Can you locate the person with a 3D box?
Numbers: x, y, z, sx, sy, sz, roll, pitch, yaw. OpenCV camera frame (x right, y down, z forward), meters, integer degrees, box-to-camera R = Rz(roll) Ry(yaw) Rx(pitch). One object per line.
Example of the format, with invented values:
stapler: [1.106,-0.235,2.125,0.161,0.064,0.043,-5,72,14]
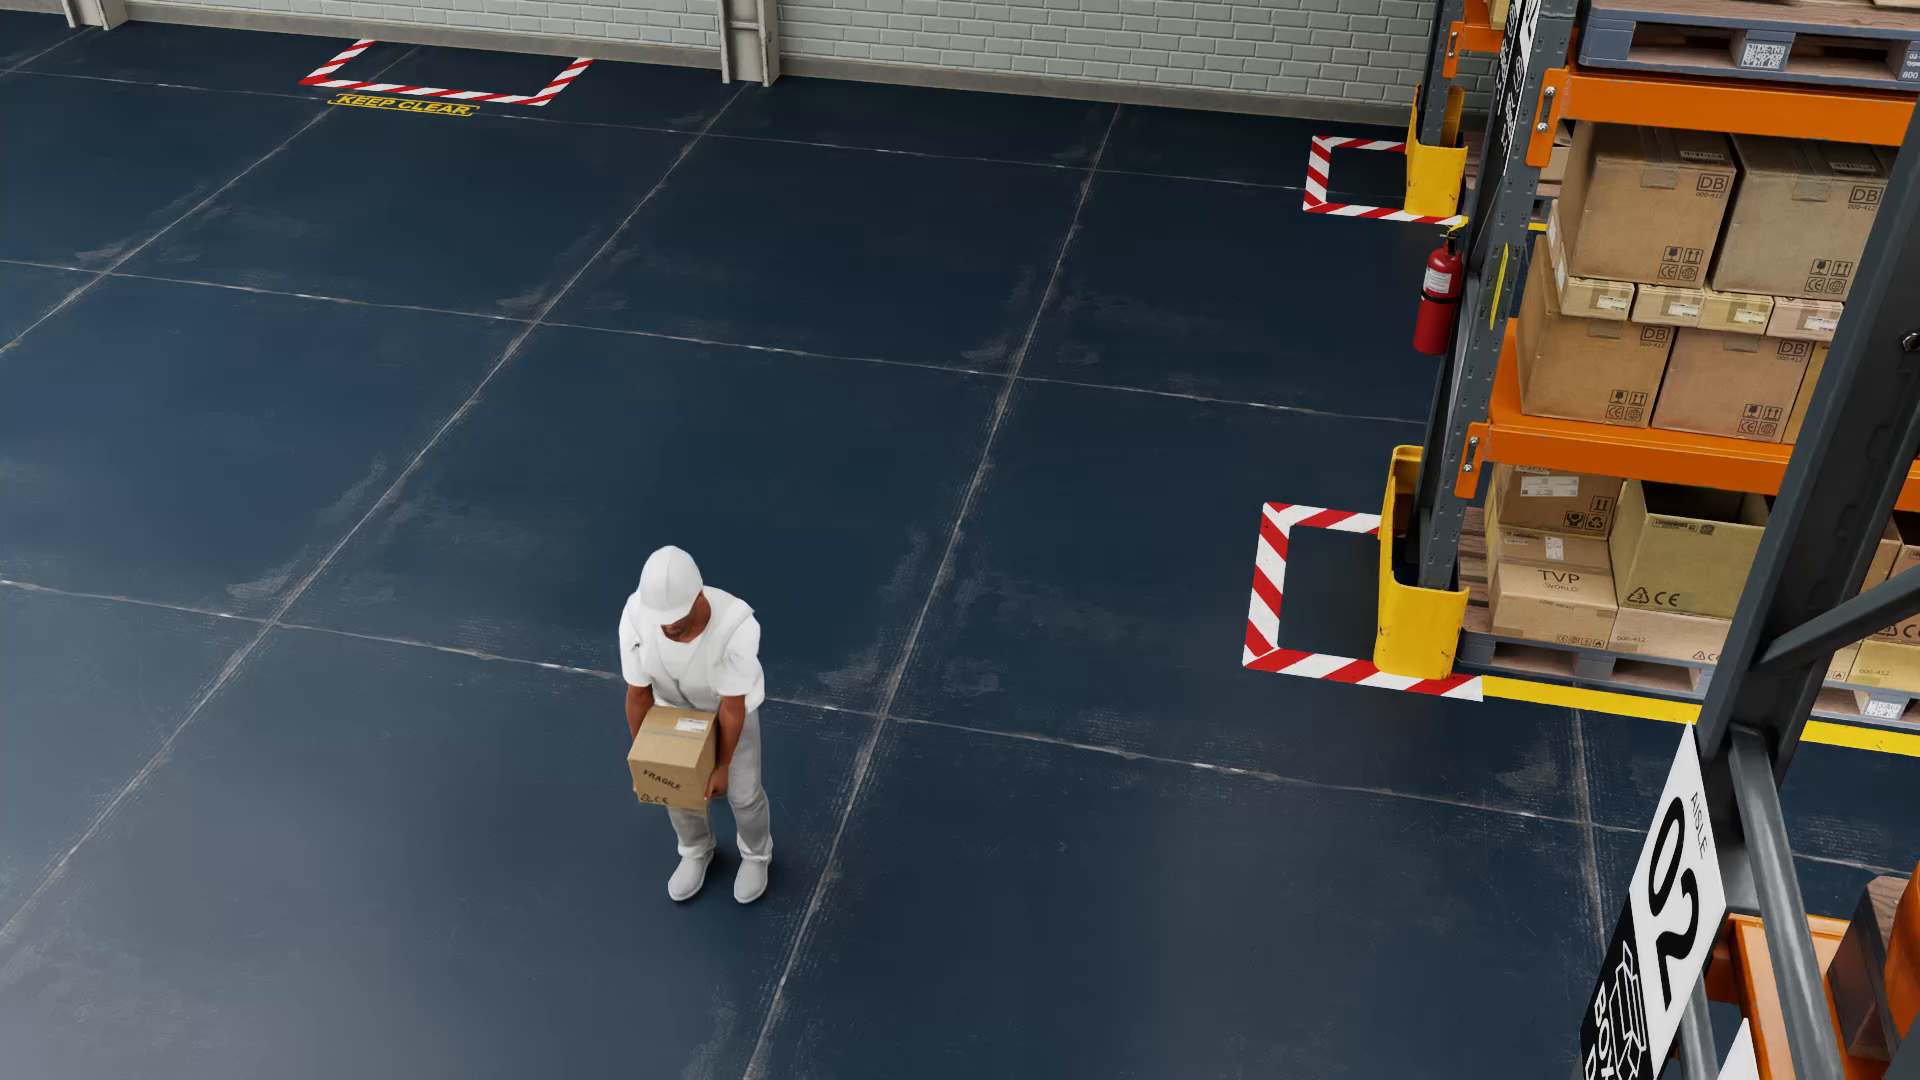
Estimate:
person: [-0.947,0.676,6.066,0.493,1.718,0.611,7,37,9]
